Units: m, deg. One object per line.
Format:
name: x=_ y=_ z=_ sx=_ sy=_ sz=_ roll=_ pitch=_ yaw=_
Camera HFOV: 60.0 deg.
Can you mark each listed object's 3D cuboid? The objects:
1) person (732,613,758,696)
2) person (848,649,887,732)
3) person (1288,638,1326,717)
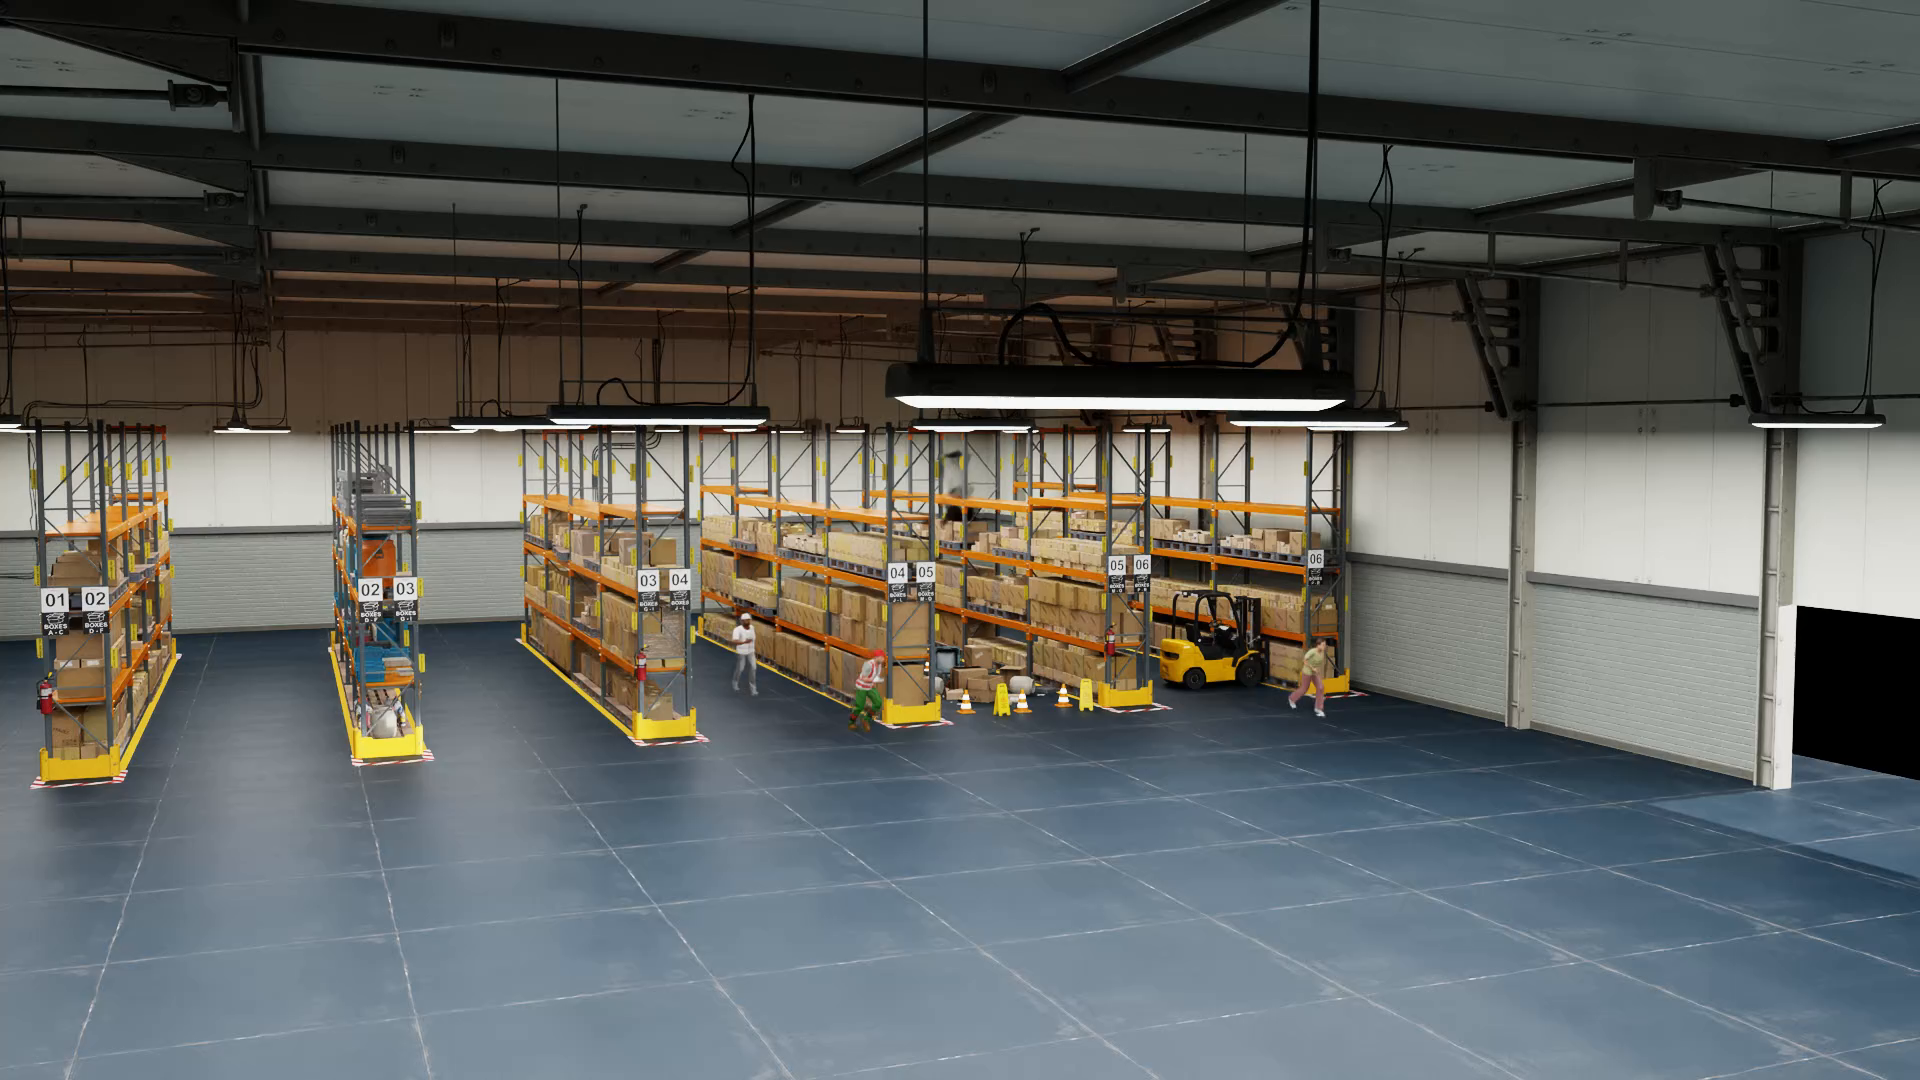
person: x=-4.771 y=2.518 z=36.853 sx=0.681 sy=1.803 sz=0.897 roll=-3 pitch=4 yaw=-37
person: x=-1.765 y=2.898 z=32.125 sx=0.957 sy=1.640 sz=0.702 roll=3 pitch=4 yaw=35
person: x=7.181 y=2.799 z=34.329 sx=0.614 sy=1.625 sz=1.005 roll=-3 pitch=5 yaw=-41
